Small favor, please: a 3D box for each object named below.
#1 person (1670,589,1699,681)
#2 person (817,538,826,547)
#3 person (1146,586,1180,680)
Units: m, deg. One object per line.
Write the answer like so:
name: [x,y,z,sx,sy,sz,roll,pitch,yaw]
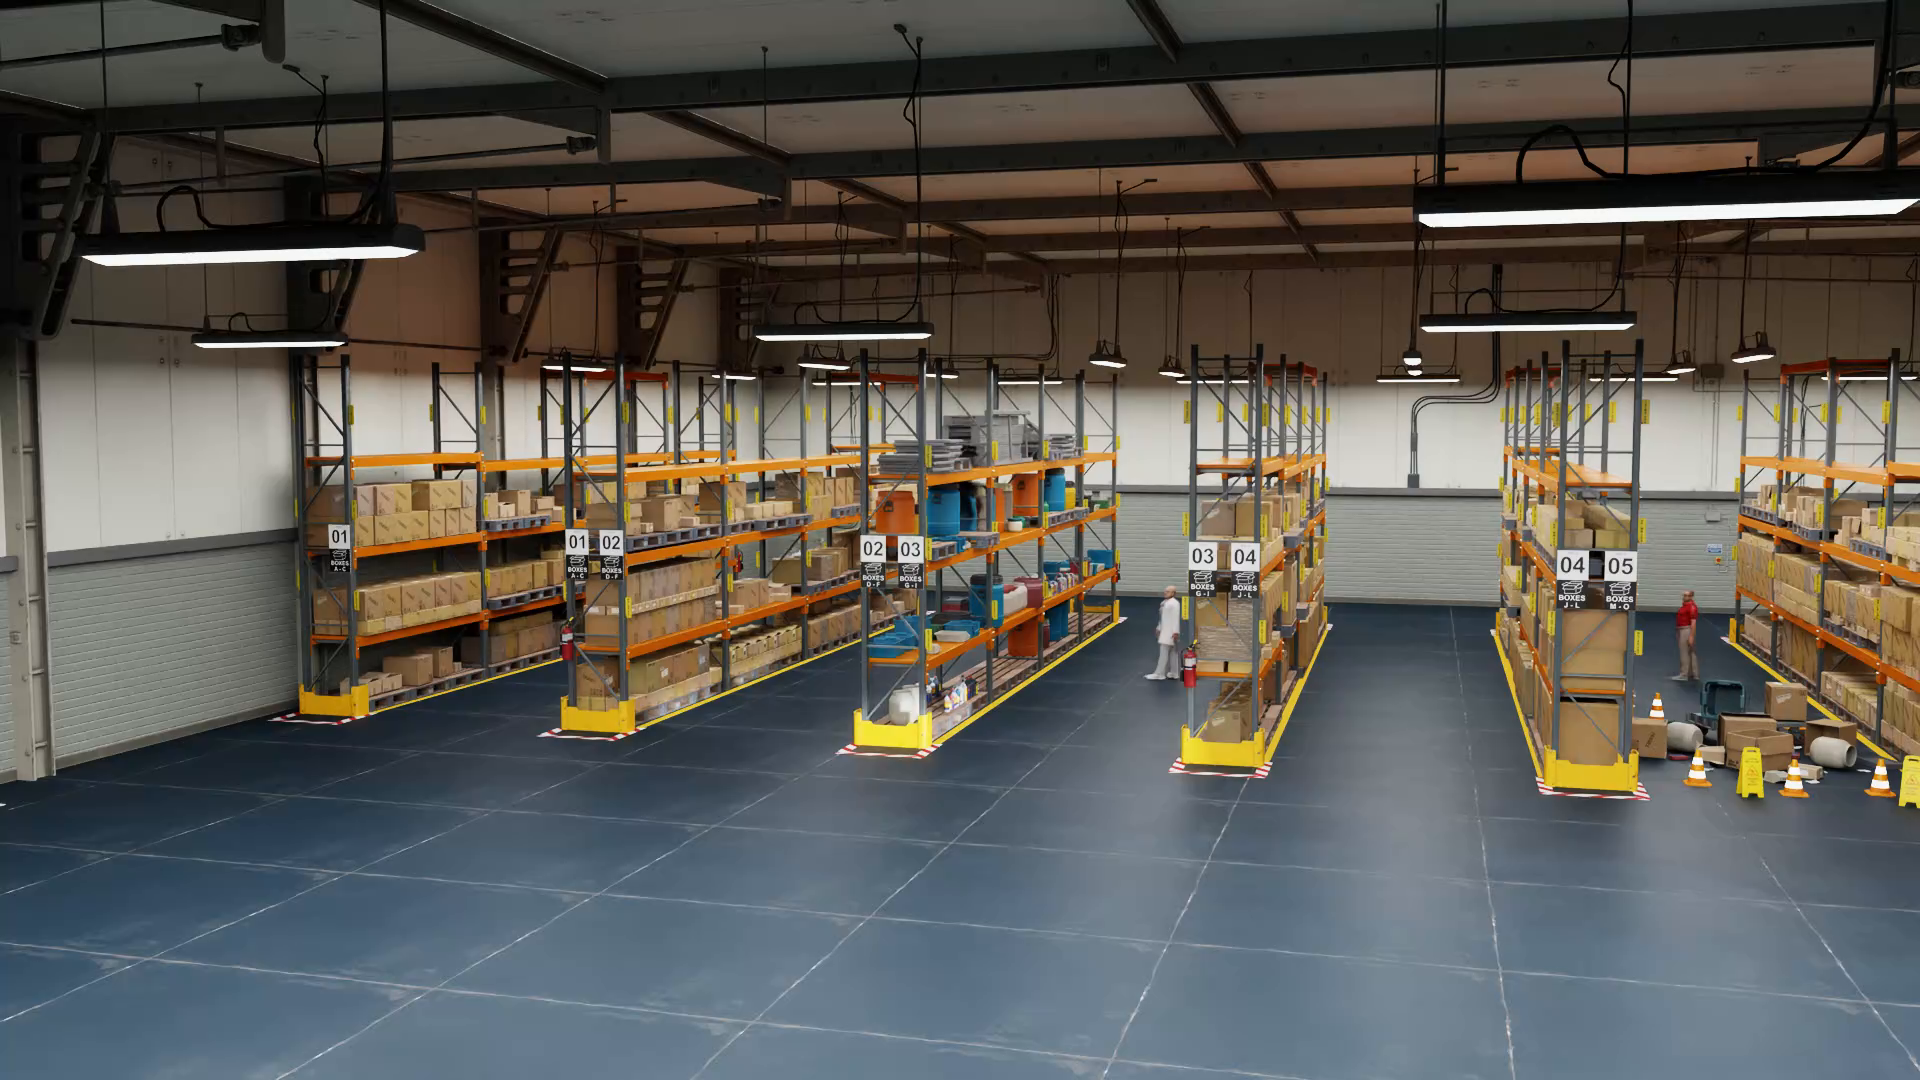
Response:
person: [13.727,1.792,31.426,0.476,1.727,0.564,3,5,32]
person: [-3.611,0.826,43.798,0.485,1.774,0.549,1,4,14]
person: [3.855,1.755,31.556,0.688,1.750,0.588,0,4,1]
